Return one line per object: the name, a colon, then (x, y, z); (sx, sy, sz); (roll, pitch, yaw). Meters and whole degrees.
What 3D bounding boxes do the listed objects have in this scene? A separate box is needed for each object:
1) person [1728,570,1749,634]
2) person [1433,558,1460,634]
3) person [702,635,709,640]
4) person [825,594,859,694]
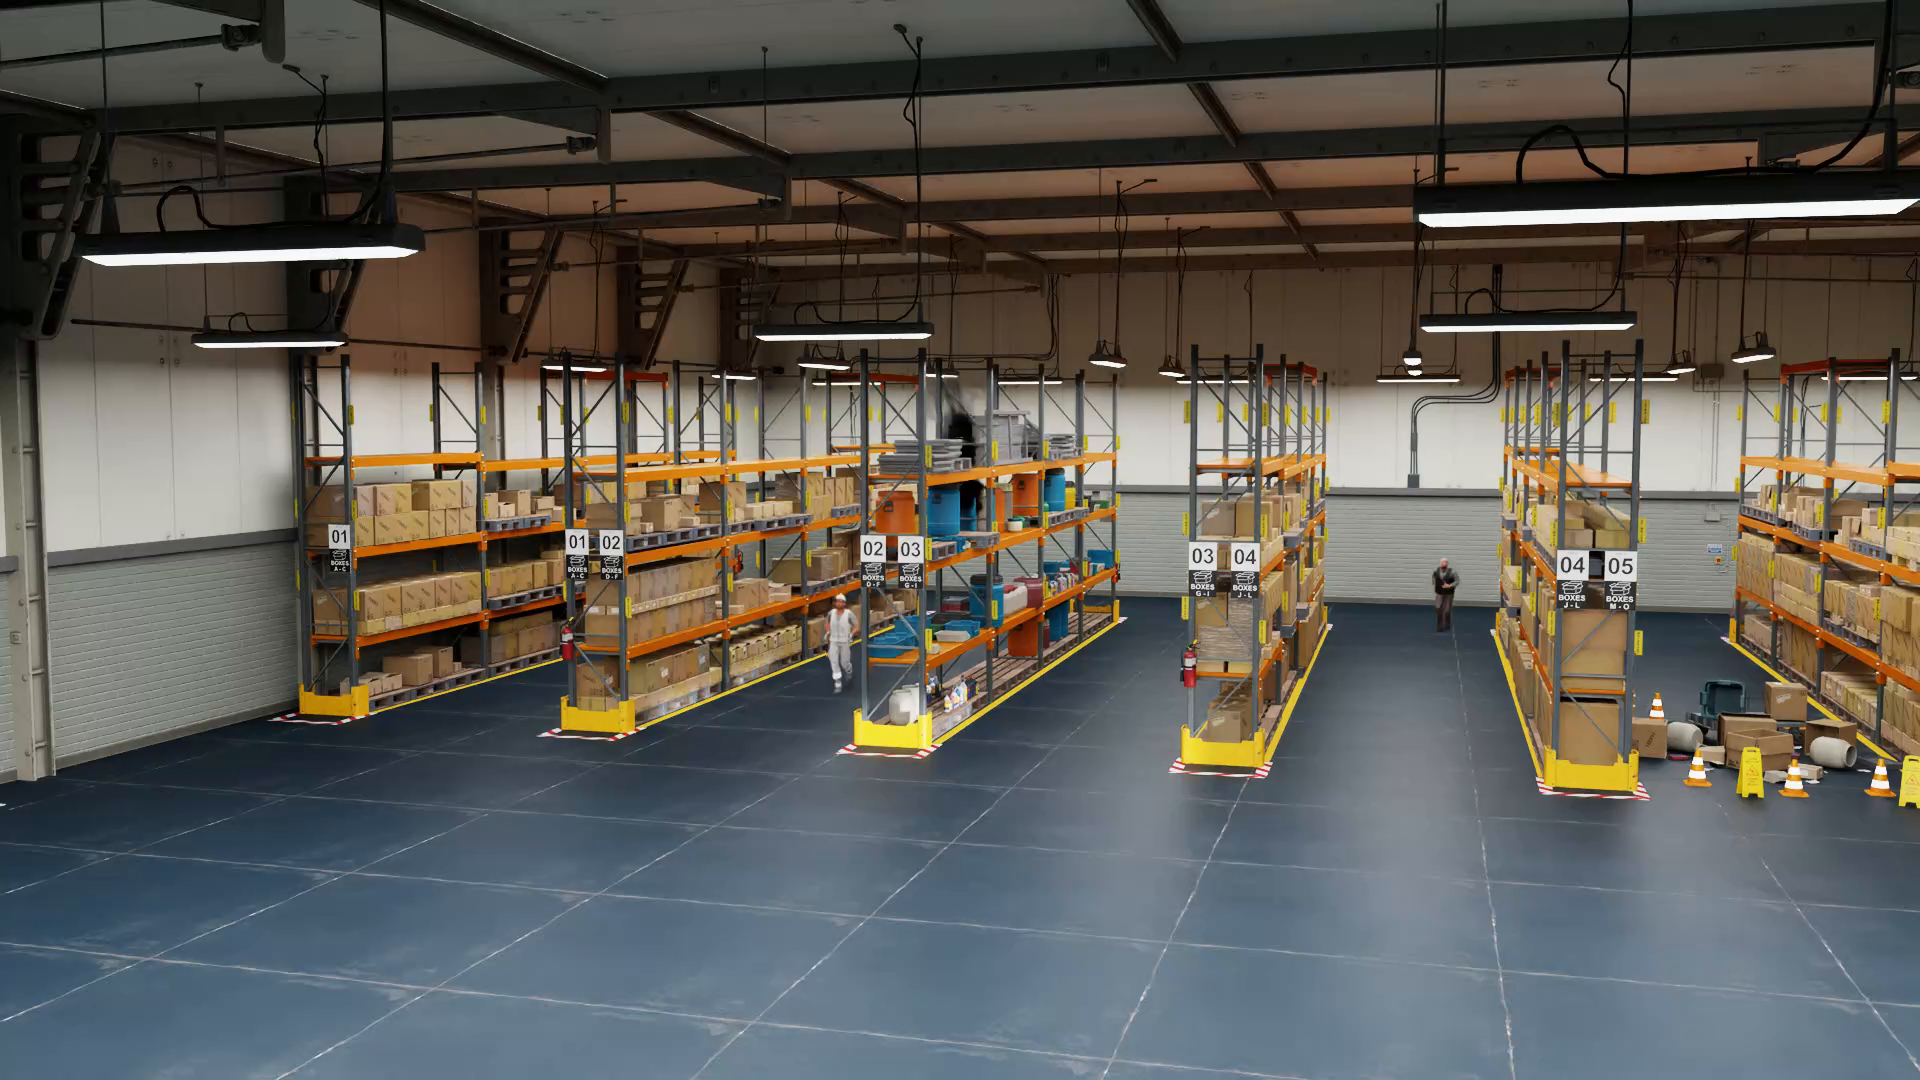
person: (17.827, 1.374, 37.795); (0.645, 1.624, 0.614); (2, 5, 30)
person: (11.198, 1.301, 38.348); (0.688, 1.794, 0.794); (3, 5, 33)
person: (-5.274, 1.617, 34.392); (0.524, 1.703, 0.767); (2, 5, 22)
person: (-2.168, 1.868, 30.200); (0.655, 1.772, 0.845); (1, 4, 10)
